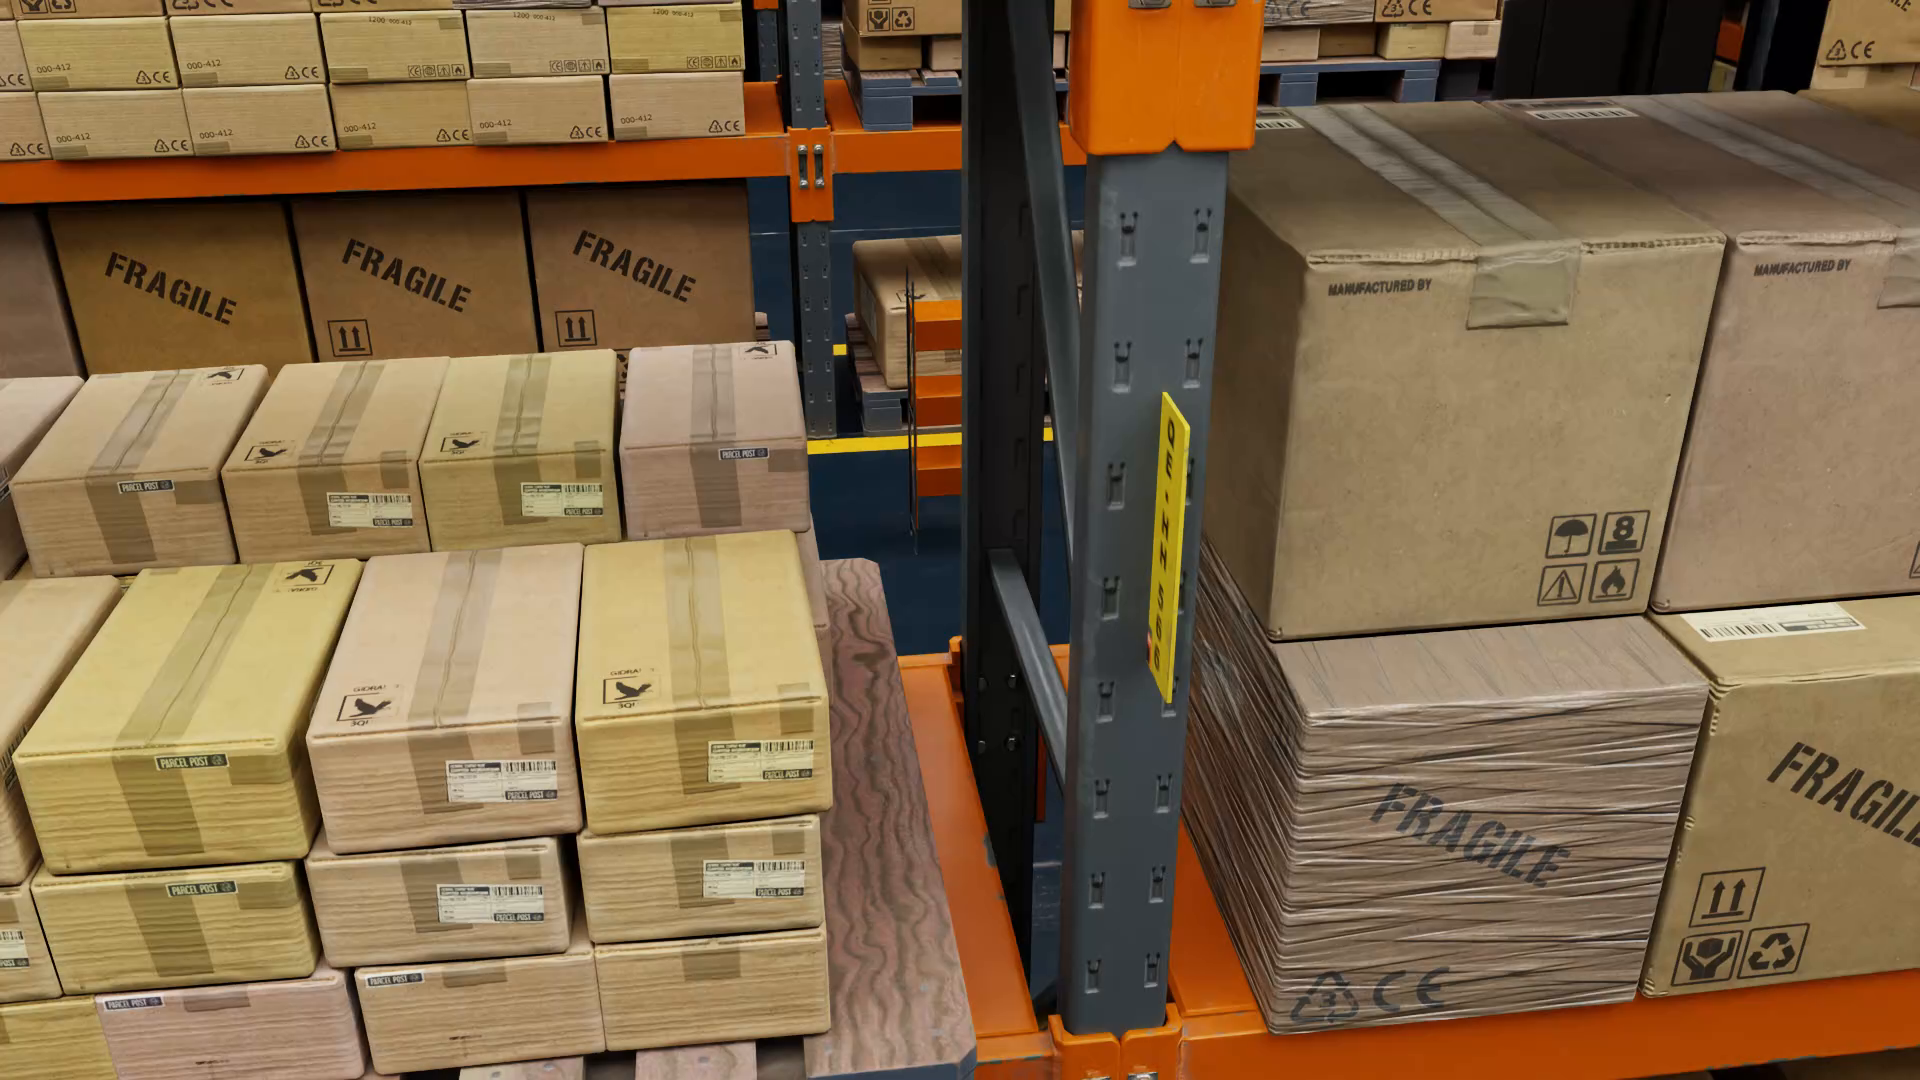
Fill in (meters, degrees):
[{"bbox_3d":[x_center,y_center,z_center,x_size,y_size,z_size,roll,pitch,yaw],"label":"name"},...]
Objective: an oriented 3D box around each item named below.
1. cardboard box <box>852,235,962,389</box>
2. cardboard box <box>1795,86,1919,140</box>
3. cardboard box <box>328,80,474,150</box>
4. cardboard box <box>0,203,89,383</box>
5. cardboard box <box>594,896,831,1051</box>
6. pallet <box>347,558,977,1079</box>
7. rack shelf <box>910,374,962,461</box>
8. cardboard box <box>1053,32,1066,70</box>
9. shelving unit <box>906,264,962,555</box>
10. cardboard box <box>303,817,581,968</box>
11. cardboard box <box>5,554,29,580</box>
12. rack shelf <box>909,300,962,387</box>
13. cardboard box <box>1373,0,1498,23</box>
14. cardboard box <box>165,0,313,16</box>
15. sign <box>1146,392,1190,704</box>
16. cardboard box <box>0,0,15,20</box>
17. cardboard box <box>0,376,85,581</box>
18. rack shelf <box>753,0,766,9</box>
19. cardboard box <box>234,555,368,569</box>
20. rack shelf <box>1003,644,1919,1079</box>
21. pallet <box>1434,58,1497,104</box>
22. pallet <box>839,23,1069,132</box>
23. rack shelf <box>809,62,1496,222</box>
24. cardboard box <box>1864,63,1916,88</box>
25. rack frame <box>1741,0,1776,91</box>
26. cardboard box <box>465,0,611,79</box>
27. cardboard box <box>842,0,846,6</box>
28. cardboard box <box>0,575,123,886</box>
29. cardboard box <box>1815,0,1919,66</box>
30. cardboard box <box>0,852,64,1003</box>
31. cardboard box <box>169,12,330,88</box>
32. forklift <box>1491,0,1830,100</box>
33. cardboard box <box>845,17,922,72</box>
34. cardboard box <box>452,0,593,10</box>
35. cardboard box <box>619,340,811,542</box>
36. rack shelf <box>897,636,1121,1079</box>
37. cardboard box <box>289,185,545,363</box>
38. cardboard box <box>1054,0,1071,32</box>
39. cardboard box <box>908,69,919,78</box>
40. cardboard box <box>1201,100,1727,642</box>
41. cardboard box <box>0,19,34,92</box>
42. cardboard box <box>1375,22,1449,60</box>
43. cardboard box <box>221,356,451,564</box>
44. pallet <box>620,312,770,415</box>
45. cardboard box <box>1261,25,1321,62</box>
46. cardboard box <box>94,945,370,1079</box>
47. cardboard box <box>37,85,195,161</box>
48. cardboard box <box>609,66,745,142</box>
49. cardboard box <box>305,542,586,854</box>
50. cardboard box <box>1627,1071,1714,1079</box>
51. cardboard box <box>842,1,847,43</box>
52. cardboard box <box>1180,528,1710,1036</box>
[{"bbox_3d":[-0.096,-1.034,7.399,0.625,0.372,0.950,-5,28,-11],"label":"cardboard box"},{"bbox_3d":[1.588,-0.334,2.410,0.500,0.500,0.700,-4,27,-8],"label":"cardboard box"},{"bbox_3d":[-2.126,-1.705,6.451,0.500,0.250,0.500,-4,27,-8],"label":"cardboard box"},{"bbox_3d":[-4.015,-1.048,6.874,0.875,0.875,0.875,-3,27,-6],"label":"cardboard box"},{"bbox_3d":[-0.291,0.410,1.980,0.250,0.149,0.380,-3,27,-6],"label":"cardboard box"},{"bbox_3d":[-0.558,0.425,2.346,1.003,0.211,1.213,-4,27,-7],"label":"pallet"},{"bbox_3d":[-0.053,-0.454,6.009,0.240,0.259,0.215,-4,27,-7],"label":"rack shelf"},{"bbox_3d":[0.253,-1.996,6.670,0.250,0.149,0.380,-5,28,-10],"label":"cardboard box"},{"bbox_3d":[-0.053,-0.464,6.004,0.252,1.050,0.215,-4,27,-7],"label":"shelving unit"},{"bbox_3d":[-0.557,0.294,1.881,0.250,0.149,0.380,-3,27,-5],"label":"cardboard box"},{"bbox_3d":[-1.402,0.047,2.362,0.250,0.149,0.380,-4,27,-7],"label":"cardboard box"},{"bbox_3d":[-0.053,-0.707,5.879,0.240,0.259,0.215,-4,27,-7],"label":"rack shelf"},{"bbox_3d":[1.876,-2.408,6.762,0.500,0.500,0.500,-3,27,-5],"label":"cardboard box"},{"bbox_3d":[-2.634,-2.230,6.105,0.500,0.500,0.500,-4,27,-8],"label":"cardboard box"},{"bbox_3d":[0.218,0.011,1.762,0.005,0.325,0.100,-4,27,-7],"label":"sign"},{"bbox_3d":[-3.642,-2.163,5.975,0.500,0.500,0.500,-4,27,-7],"label":"cardboard box"},{"bbox_3d":[-1.391,-0.085,2.294,0.250,0.149,0.380,-2,27,-5],"label":"cardboard box"},{"bbox_3d":[-3.332,-3.782,11.122,4.000,0.370,1.077,-4,27,-7],"label":"rack shelf"},{"bbox_3d":[-0.905,0.015,2.424,0.250,0.149,0.380,-5,28,-9],"label":"cardboard box"},{"bbox_3d":[2.114,0.439,2.897,4.000,0.370,1.077,-4,27,-7],"label":"rack shelf"},{"bbox_3d":[2.527,-2.171,7.406,1.213,0.211,1.003,-4,27,-7],"label":"pallet"},{"bbox_3d":[0.034,-1.993,7.059,1.003,0.211,1.213,-4,27,-7],"label":"pallet"},{"bbox_3d":[1.324,-1.792,7.246,4.000,0.370,1.077,-4,27,-7],"label":"rack shelf"},{"bbox_3d":[3.904,-2.042,7.220,0.250,0.149,0.380,-3,27,-6],"label":"cardboard box"},{"bbox_3d":[3.305,-2.240,7.329,0.127,3.000,1.000,-4,27,-7],"label":"rack frame"},{"bbox_3d":[-1.608,-1.961,6.403,0.500,0.250,0.500,-4,27,-8],"label":"cardboard box"},{"bbox_3d":[-0.245,-2.504,6.948,0.500,0.500,0.500,-4,27,-9],"label":"cardboard box"},{"bbox_3d":[-1.060,0.195,1.748,0.250,0.149,0.380,-3,27,-6],"label":"cardboard box"},{"bbox_3d":[3.779,-2.318,7.047,0.500,0.500,0.500,-4,27,-7],"label":"cardboard box"},{"bbox_3d":[-1.065,0.327,1.816,0.250,0.149,0.380,-4,27,-7],"label":"cardboard box"},{"bbox_3d":[-2.626,-1.886,6.257,0.500,0.250,0.500,-4,28,-9],"label":"cardboard box"},{"bbox_3d":[2.060,-0.530,4.073,3.031,2.935,1.130,19,33,33],"label":"forklift"},{"bbox_3d":[-0.309,-1.997,6.671,0.250,0.149,0.380,-5,28,-10],"label":"cardboard box"},{"bbox_3d":[-1.639,-2.287,6.217,0.500,0.500,0.500,-3,27,-6],"label":"cardboard box"},{"bbox_3d":[-0.356,-0.152,2.423,0.250,0.149,0.380,-4,27,-7],"label":"cardboard box"},{"bbox_3d":[-1.847,0.693,2.401,4.000,0.370,1.077,-4,27,-7],"label":"rack shelf"},{"bbox_3d":[-2.236,-1.166,7.103,0.875,0.875,0.875,-3,27,-6],"label":"cardboard box"},{"bbox_3d":[0.336,-2.309,6.569,0.500,0.500,0.500,-2,27,-4],"label":"cardboard box"},{"bbox_3d":[-0.086,-3.438,11.806,0.625,0.625,0.875,-3,27,-5],"label":"cardboard box"},{"bbox_3d":[0.579,-0.267,2.281,0.500,0.500,0.700,-4,27,-7],"label":"cardboard box"},{"bbox_3d":[-3.630,-1.833,6.153,0.500,0.250,0.500,-3,27,-6],"label":"cardboard box"},{"bbox_3d":[1.821,-2.099,6.870,0.250,0.149,0.380,-4,27,-7],"label":"cardboard box"},{"bbox_3d":[-0.861,-0.120,2.362,0.250,0.149,0.380,-4,27,-7],"label":"cardboard box"},{"bbox_3d":[-1.448,-0.729,7.439,1.213,0.211,1.003,-4,27,-7],"label":"pallet"},{"bbox_3d":[1.298,-2.078,6.829,0.250,0.149,0.380,-3,27,-5],"label":"cardboard box"},{"bbox_3d":[-0.792,0.442,1.919,0.250,0.149,0.380,-3,27,-6],"label":"cardboard box"},{"bbox_3d":[-3.123,-1.632,6.309,0.500,0.250,0.500,-4,27,-8],"label":"cardboard box"},{"bbox_3d":[-1.121,-1.769,6.576,0.500,0.250,0.500,-5,28,-9],"label":"cardboard box"},{"bbox_3d":[-0.537,0.160,1.817,0.250,0.149,0.380,-4,27,-8],"label":"cardboard box"},{"bbox_3d":[0.749,1.062,2.899,0.750,0.750,1.050,-4,27,-8],"label":"cardboard box"},{"bbox_3d":[-0.365,-2.188,7.043,0.250,0.149,0.380,-3,27,-5],"label":"cardboard box"},{"bbox_3d":[0.615,0.295,2.280,0.500,0.500,0.500,-3,27,-7],"label":"cardboard box"}]
